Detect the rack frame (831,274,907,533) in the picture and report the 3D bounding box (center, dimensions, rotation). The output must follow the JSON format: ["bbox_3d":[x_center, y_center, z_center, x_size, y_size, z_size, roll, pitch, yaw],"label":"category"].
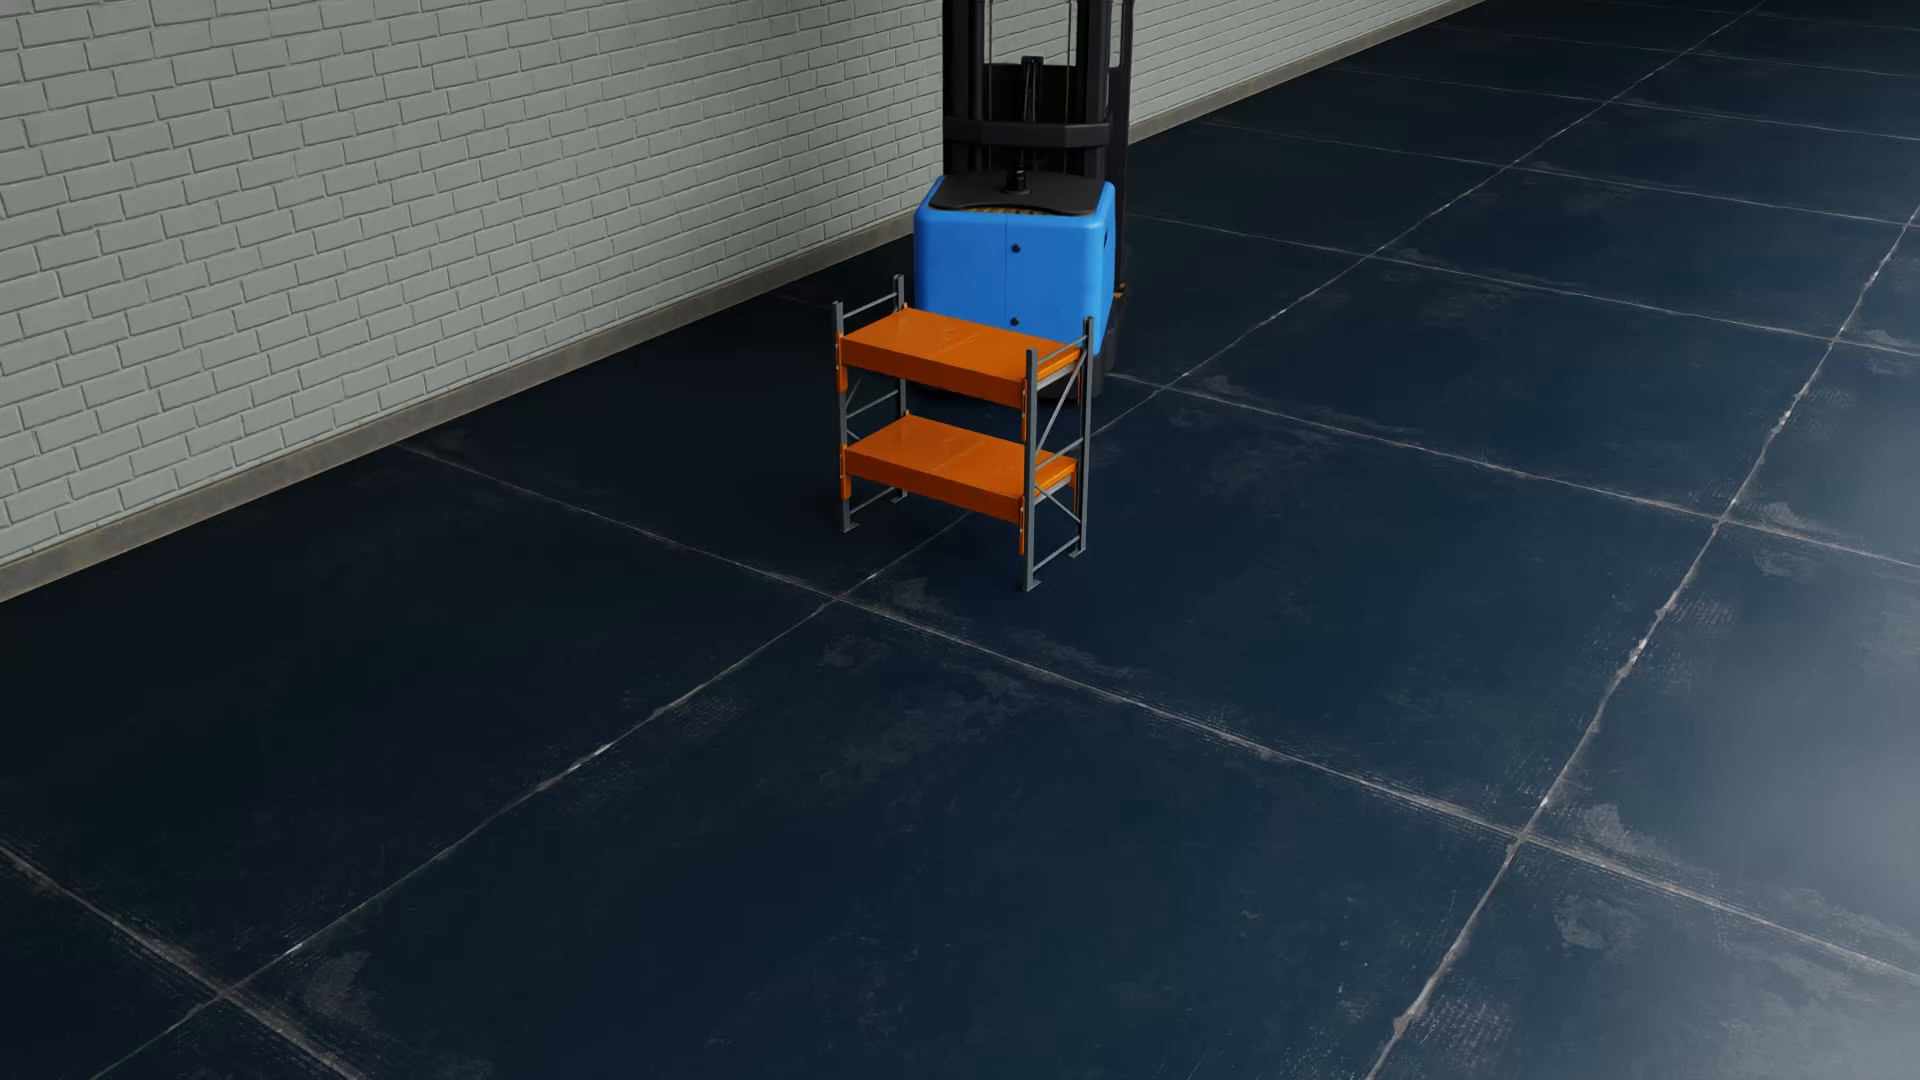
[{"bbox_3d":[-0.413,-0.630,7.748,0.032,1.125,0.500,17,32,30],"label":"rack frame"}]

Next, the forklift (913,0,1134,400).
[{"bbox_3d":[0.482,-2.717,9.857,1.130,2.935,3.031,4,27,8],"label":"forklift"}]

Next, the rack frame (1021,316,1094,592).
[{"bbox_3d":[0.425,-0.369,7.235,0.032,1.125,0.500,17,32,30],"label":"rack frame"}]

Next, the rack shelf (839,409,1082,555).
[{"bbox_3d":[0.006,-0.282,7.602,1.000,0.278,0.538,17,32,30],"label":"rack shelf"}]

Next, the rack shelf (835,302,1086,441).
[{"bbox_3d":[0.006,-0.760,7.359,1.000,0.278,0.538,17,32,30],"label":"rack shelf"}]

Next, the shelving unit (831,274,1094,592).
[{"bbox_3d":[0.006,-0.500,7.491,1.048,1.125,0.538,17,32,30],"label":"shelving unit"}]
